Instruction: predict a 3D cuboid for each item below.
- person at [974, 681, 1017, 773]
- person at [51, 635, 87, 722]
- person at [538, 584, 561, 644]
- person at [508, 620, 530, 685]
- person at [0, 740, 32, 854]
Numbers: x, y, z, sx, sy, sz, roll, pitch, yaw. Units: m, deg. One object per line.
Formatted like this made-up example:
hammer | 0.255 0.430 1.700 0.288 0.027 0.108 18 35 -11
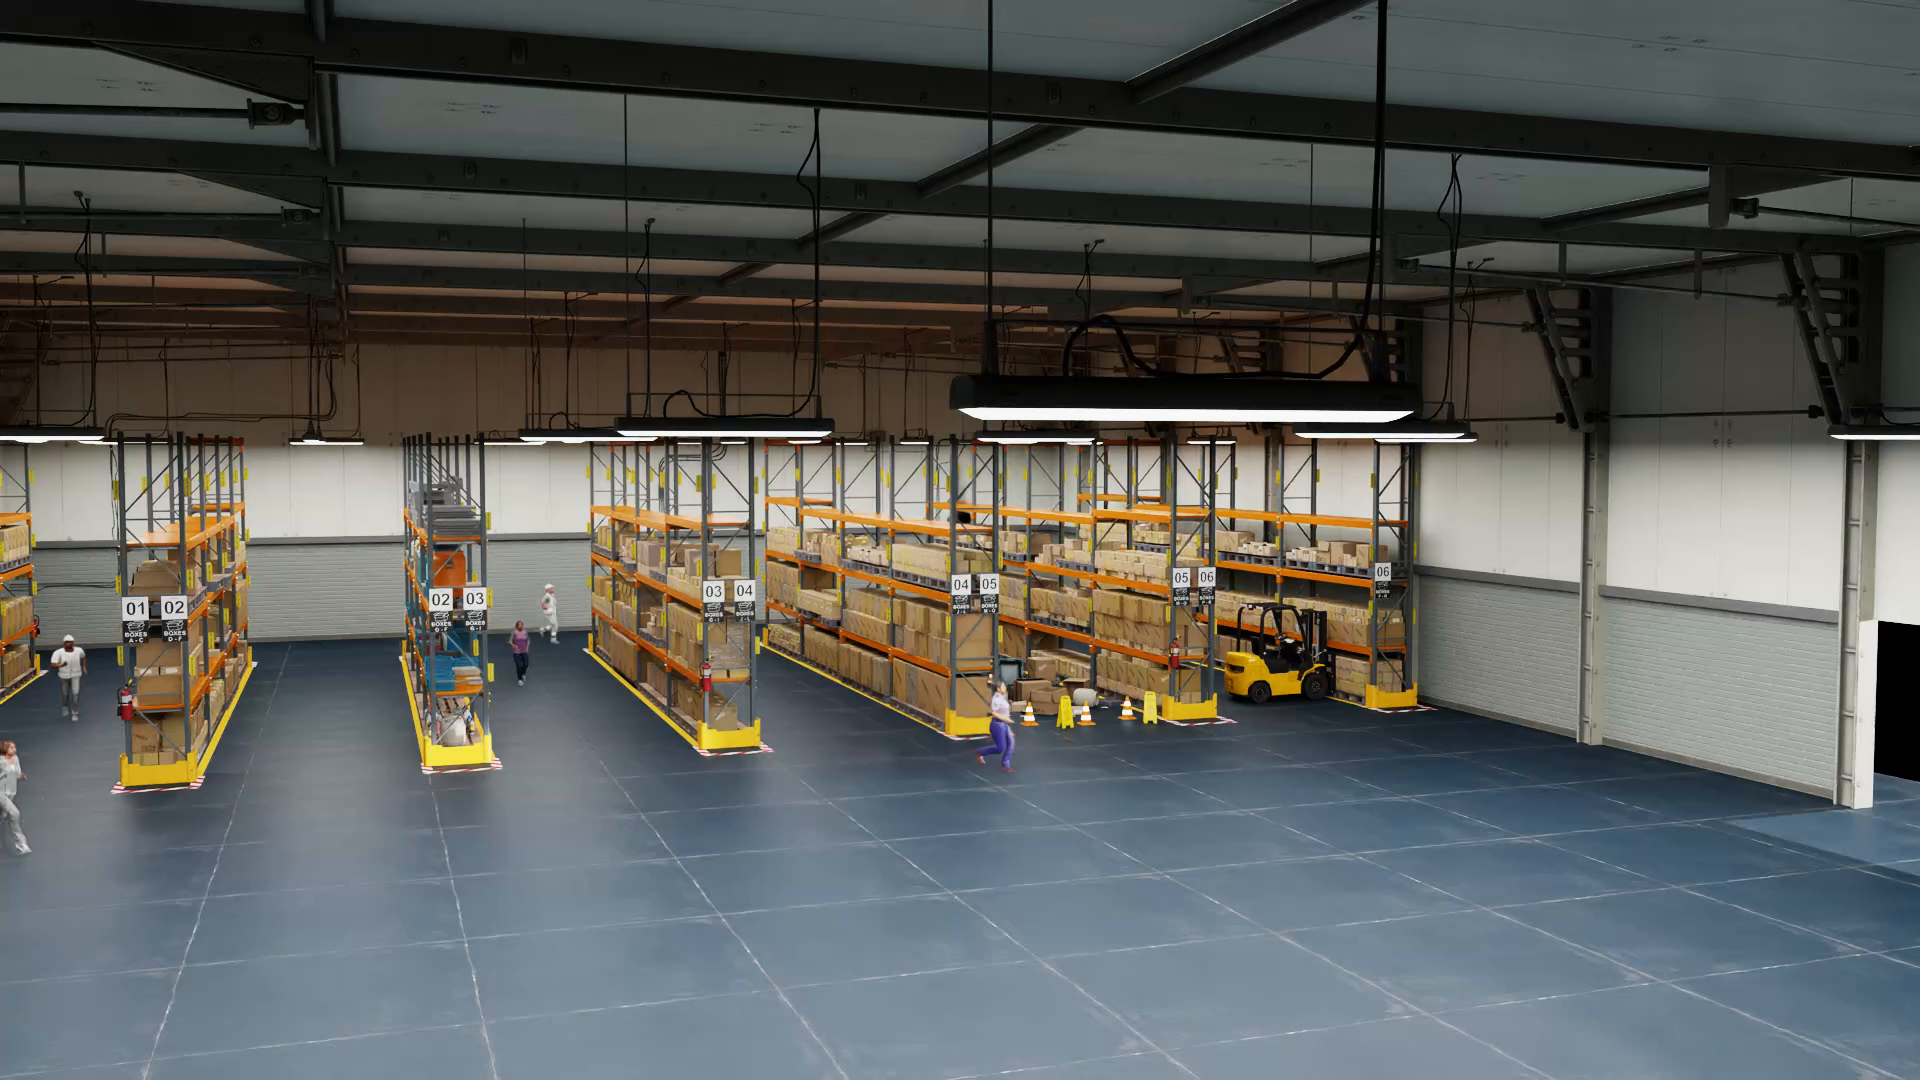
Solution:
person | 0.638 3.308 29.407 0.750 1.645 0.616 1 3 12
person | -18.680 2.877 34.870 0.688 1.781 0.950 -2 4 -34
person | -12.041 2.164 48.647 0.690 1.752 0.655 0 3 6
person | -10.586 2.720 40.042 0.542 1.565 0.522 -2 4 -27
person | -13.533 3.624 23.476 0.872 1.621 0.557 1 3 11
